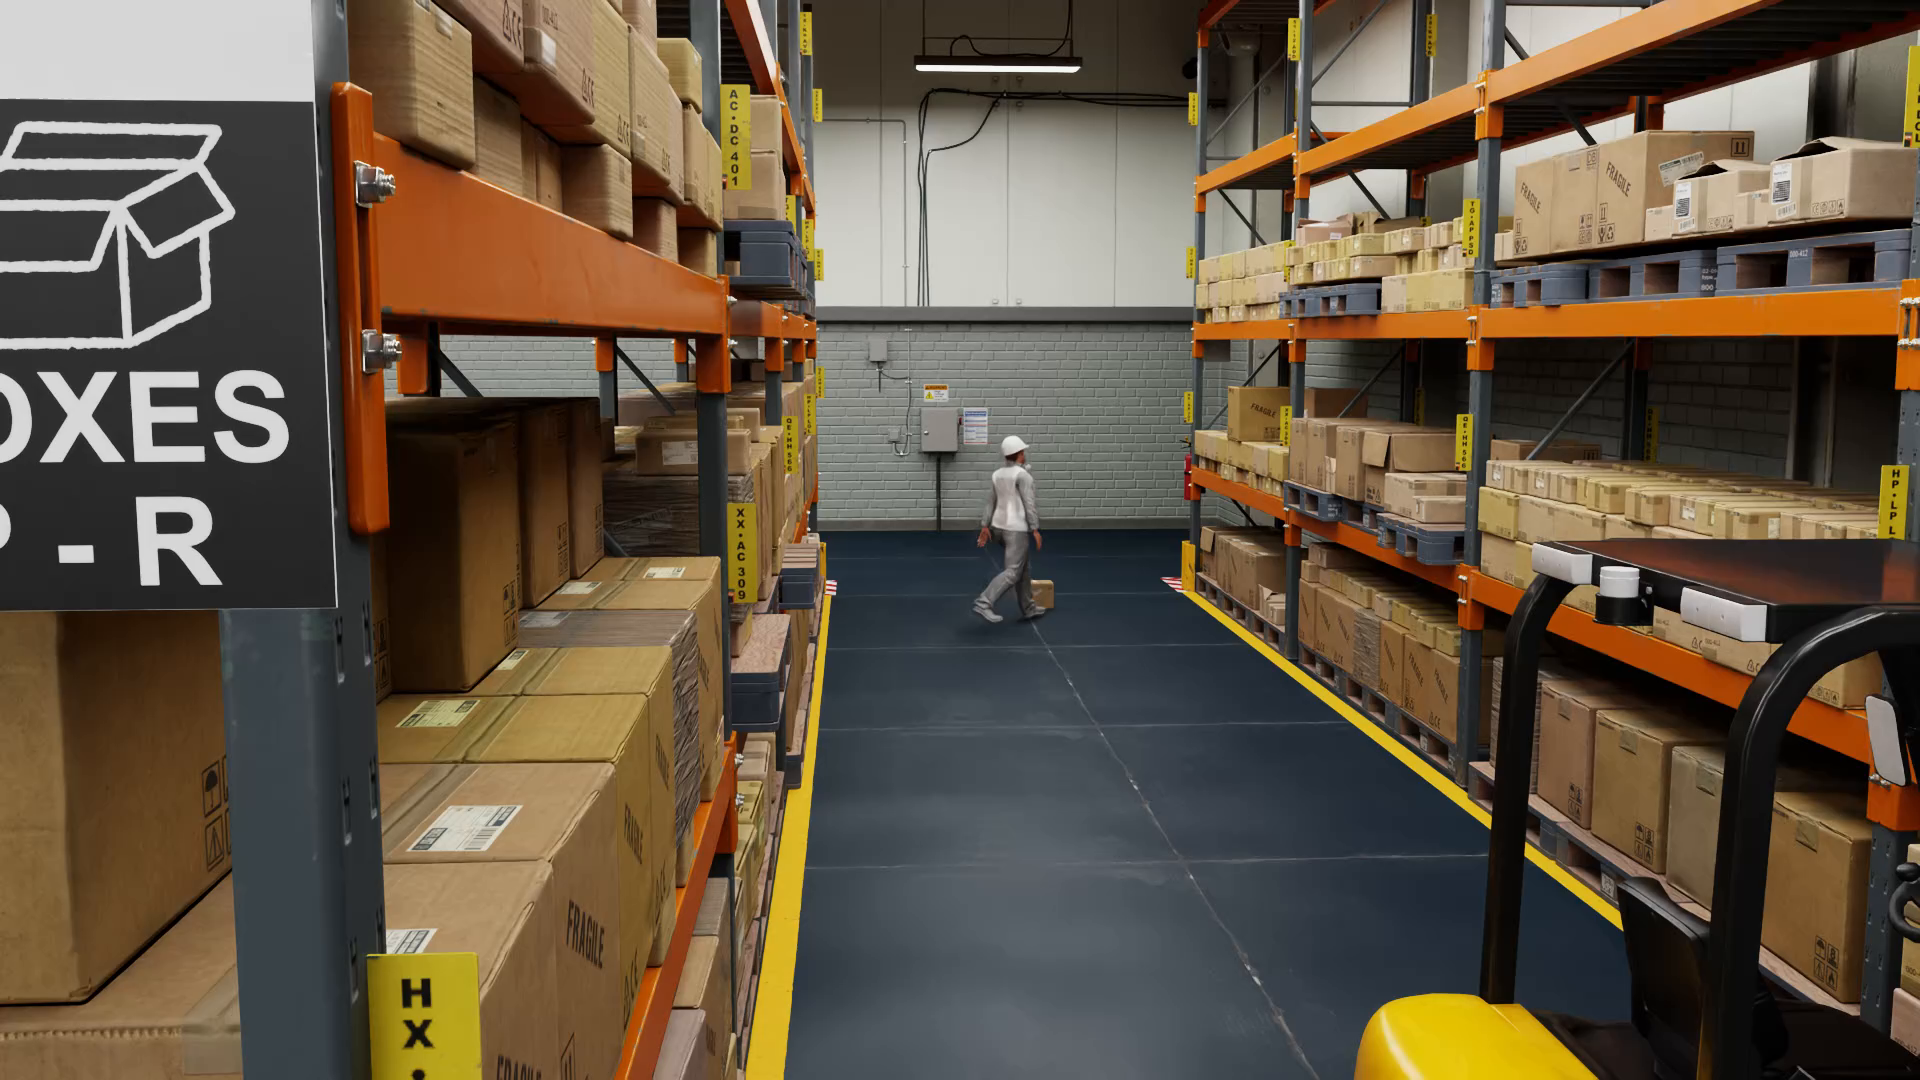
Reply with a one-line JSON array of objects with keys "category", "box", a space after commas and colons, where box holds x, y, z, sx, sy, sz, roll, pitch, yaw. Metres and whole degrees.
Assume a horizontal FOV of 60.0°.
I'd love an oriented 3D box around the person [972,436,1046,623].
[{"category": "person", "box": [0.470, -0.102, 15.526, 0.976, 1.738, 0.640, -4, 8, -33]}]
